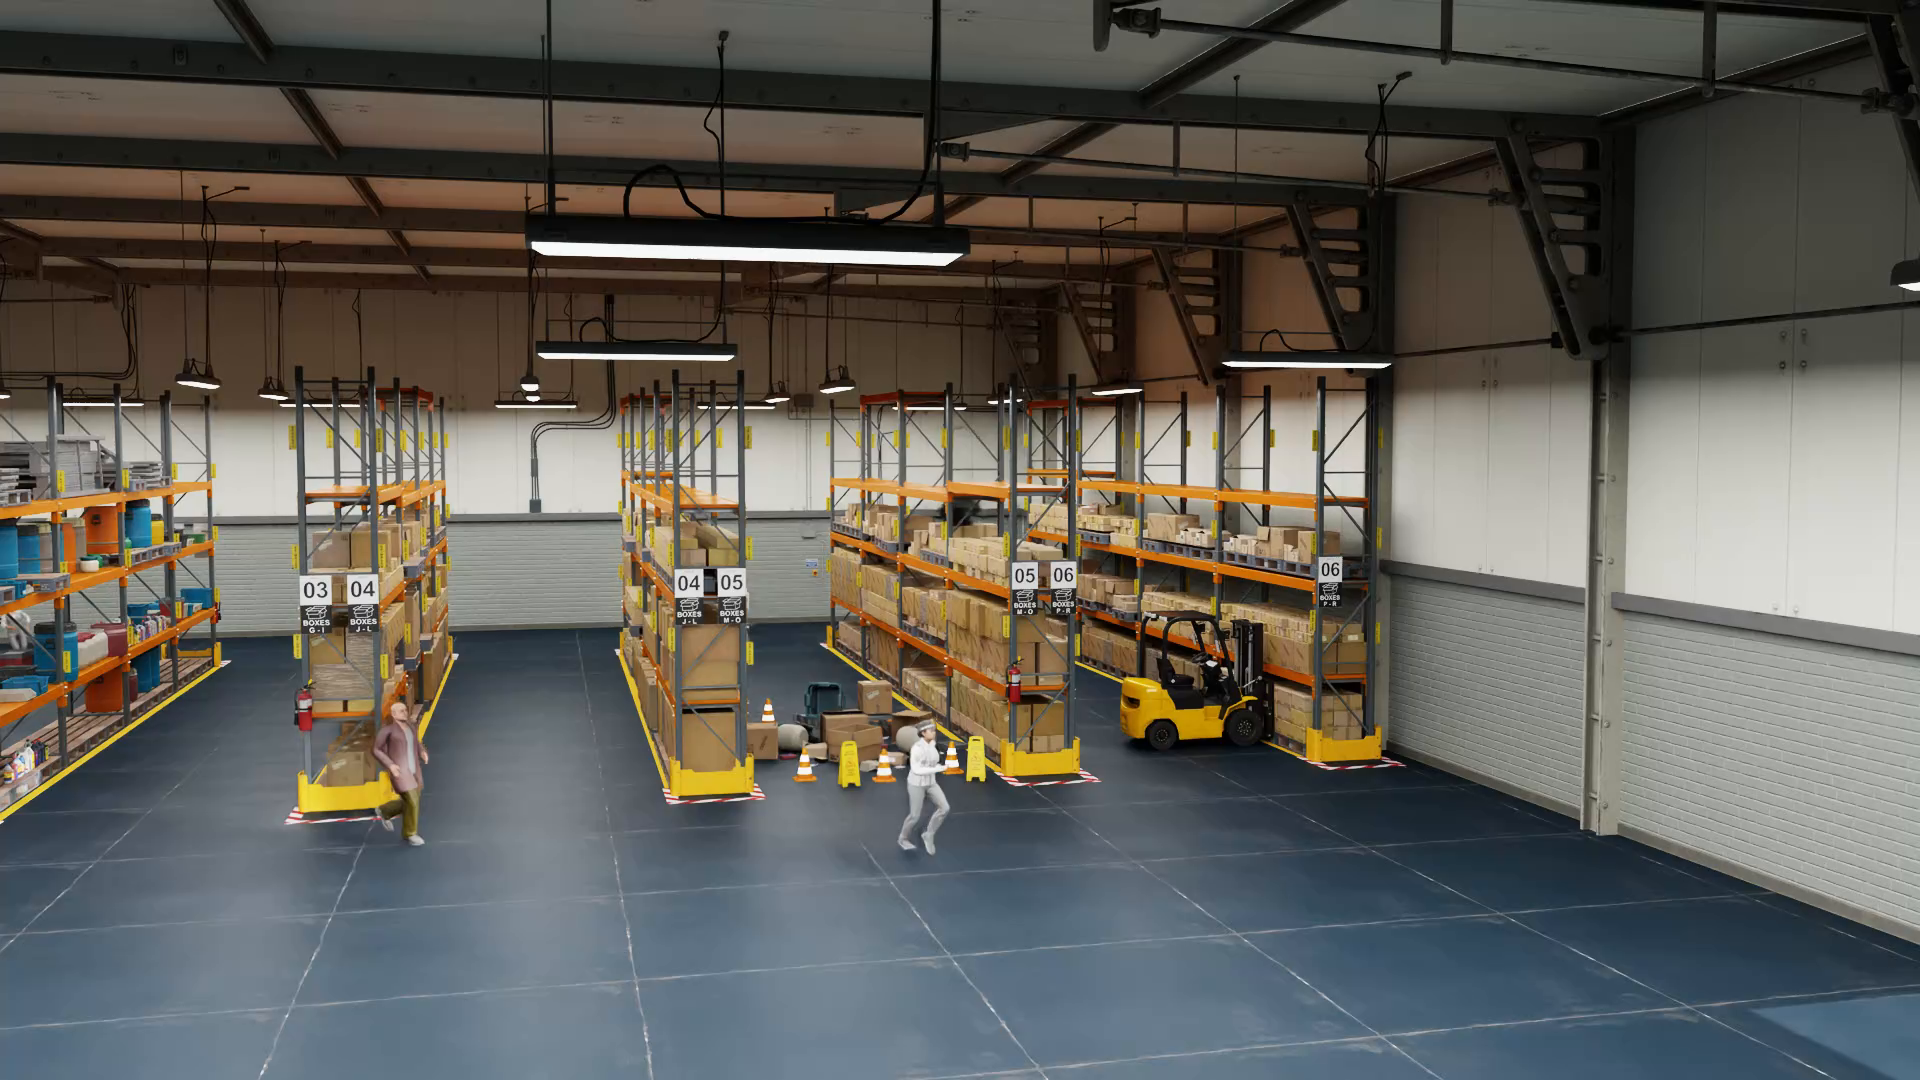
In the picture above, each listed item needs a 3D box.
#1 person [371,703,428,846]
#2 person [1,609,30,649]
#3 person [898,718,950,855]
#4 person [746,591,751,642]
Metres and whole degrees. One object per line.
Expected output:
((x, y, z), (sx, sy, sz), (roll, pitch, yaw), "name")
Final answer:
((-6.985, 2.938, 20.742), (0.786, 1.684, 0.708), (2, 4, 25), "person")
((-20.618, 2.065, 36.329), (0.564, 1.544, 0.509), (-2, 4, -34), "person")
((-0.437, 2.959, 20.043), (0.782, 1.669, 0.642), (2, 4, 35), "person")
((-5.493, 1.735, 41.102), (0.616, 1.641, 0.653), (0, 3, -3), "person")
